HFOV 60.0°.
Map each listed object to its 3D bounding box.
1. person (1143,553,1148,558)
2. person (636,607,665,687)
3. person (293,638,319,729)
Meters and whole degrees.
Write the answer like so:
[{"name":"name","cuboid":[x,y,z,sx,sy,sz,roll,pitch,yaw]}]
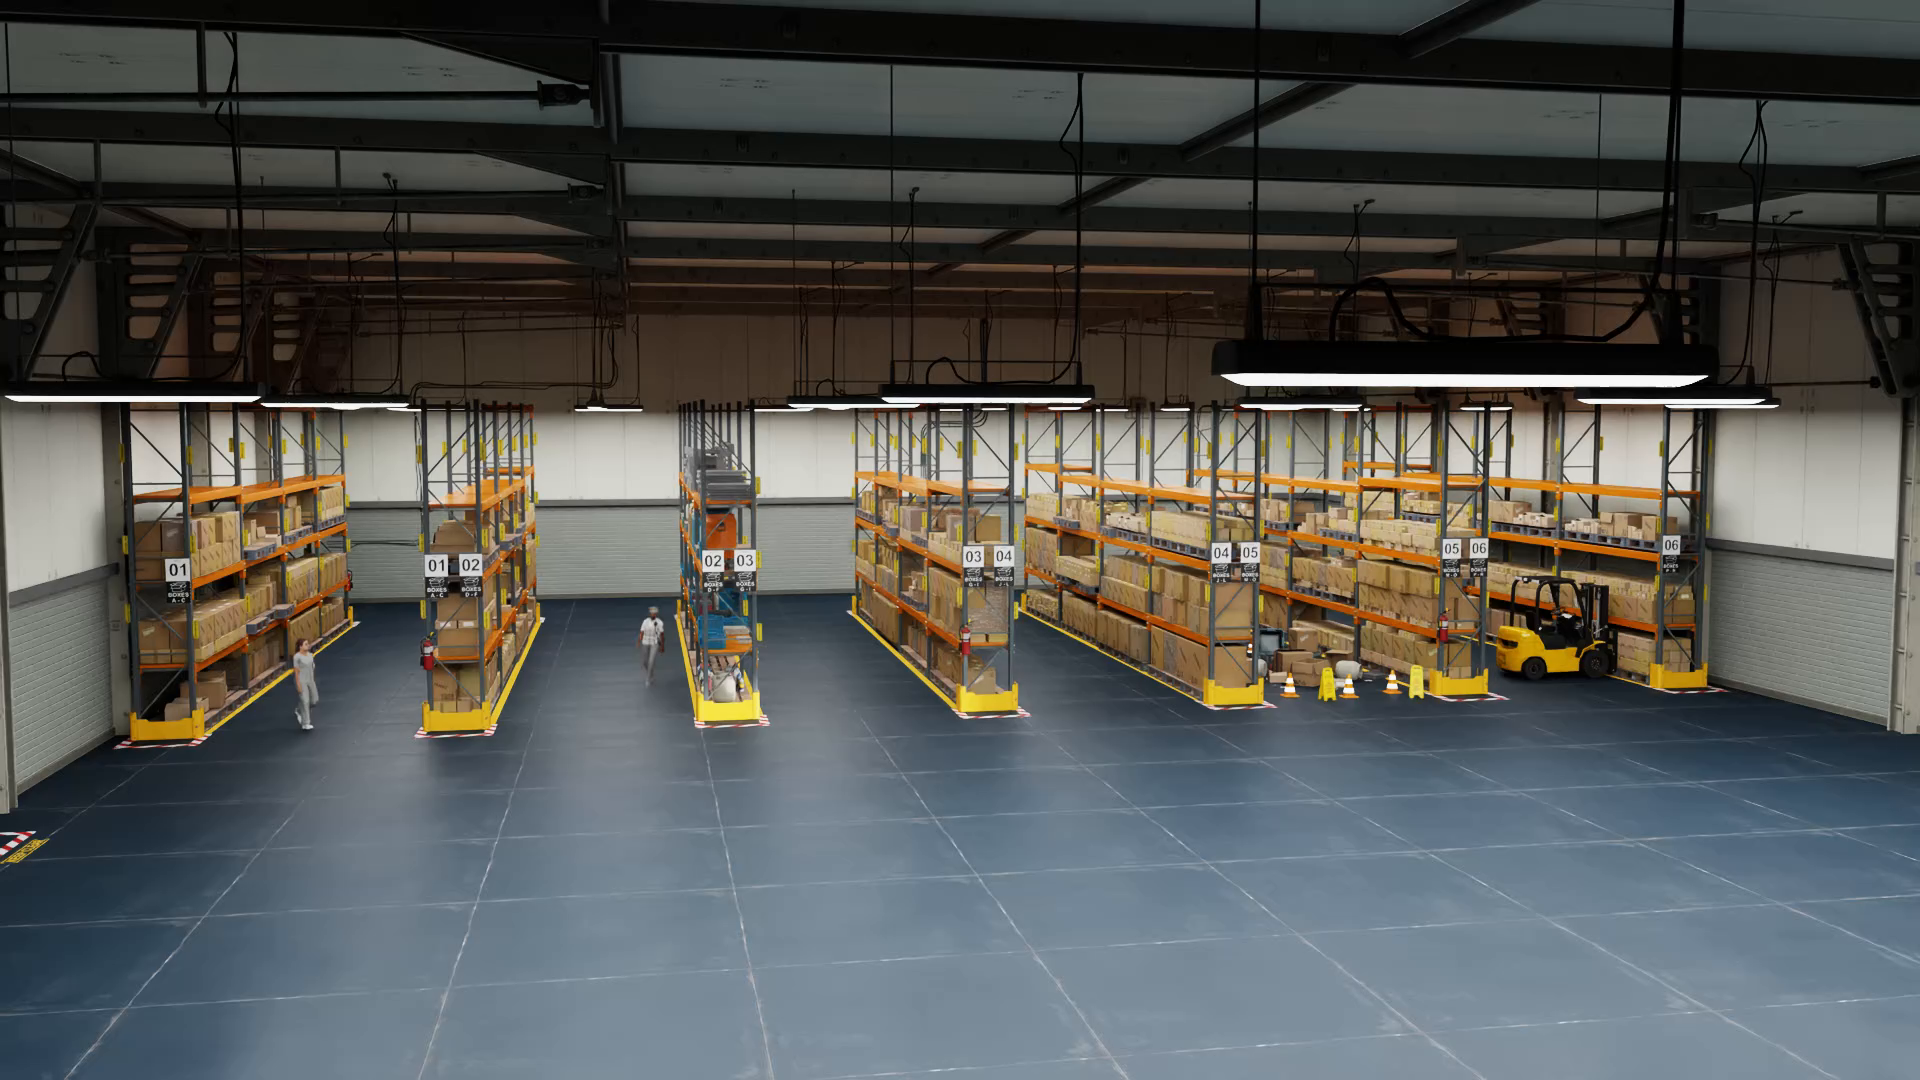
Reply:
[{"name":"person","cuboid":[5.557,1.199,48.400,0.663,1.756,0.674,1,5,19]},{"name":"person","cuboid":[-6.566,2.245,35.340,0.532,1.675,0.763,0,4,6]},{"name":"person","cuboid":[-11.970,2.594,30.262,0.611,1.654,0.450,3,5,32]}]
